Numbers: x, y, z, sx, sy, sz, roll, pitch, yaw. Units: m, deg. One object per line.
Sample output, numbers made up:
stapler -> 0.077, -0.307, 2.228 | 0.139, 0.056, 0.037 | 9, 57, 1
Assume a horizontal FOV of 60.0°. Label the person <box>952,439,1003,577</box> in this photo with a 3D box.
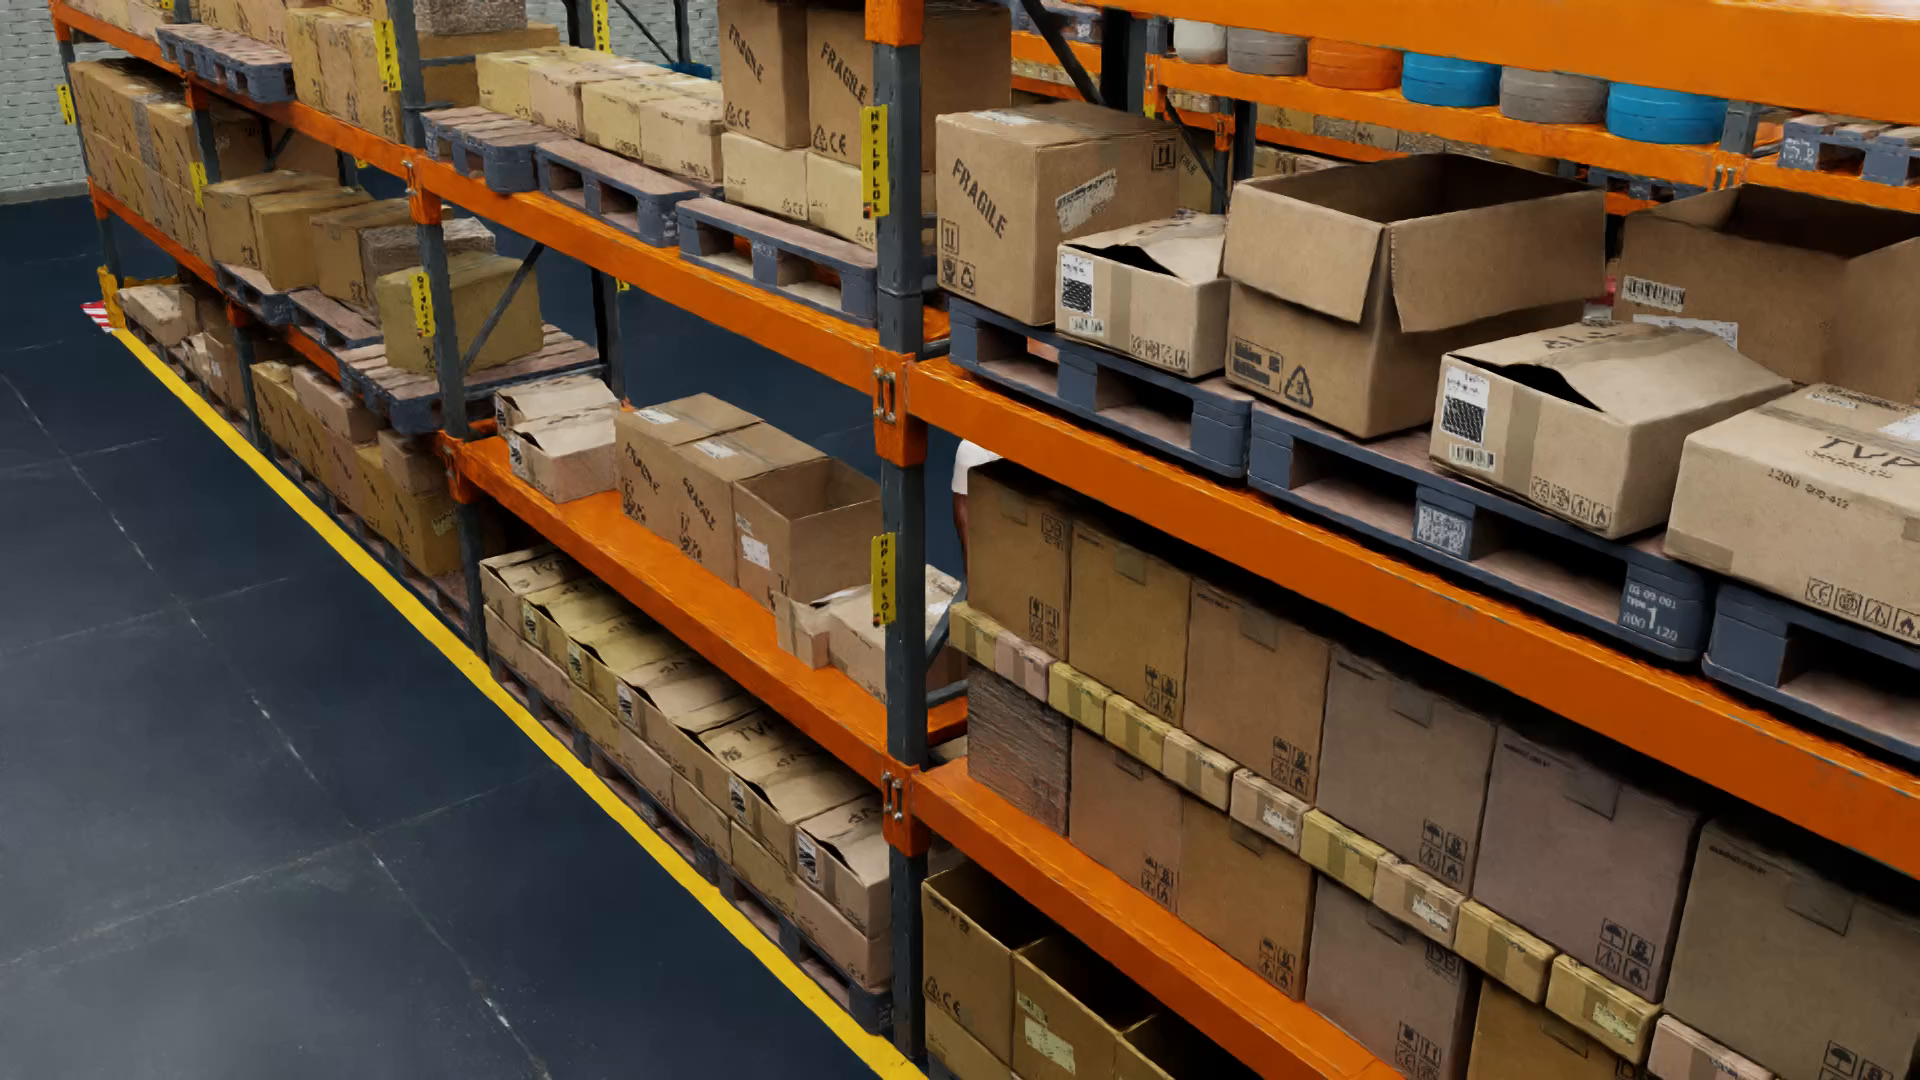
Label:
person -> 0.303, 0.040, 8.467 | 0.665, 1.766, 0.578 | -19, 31, -36
